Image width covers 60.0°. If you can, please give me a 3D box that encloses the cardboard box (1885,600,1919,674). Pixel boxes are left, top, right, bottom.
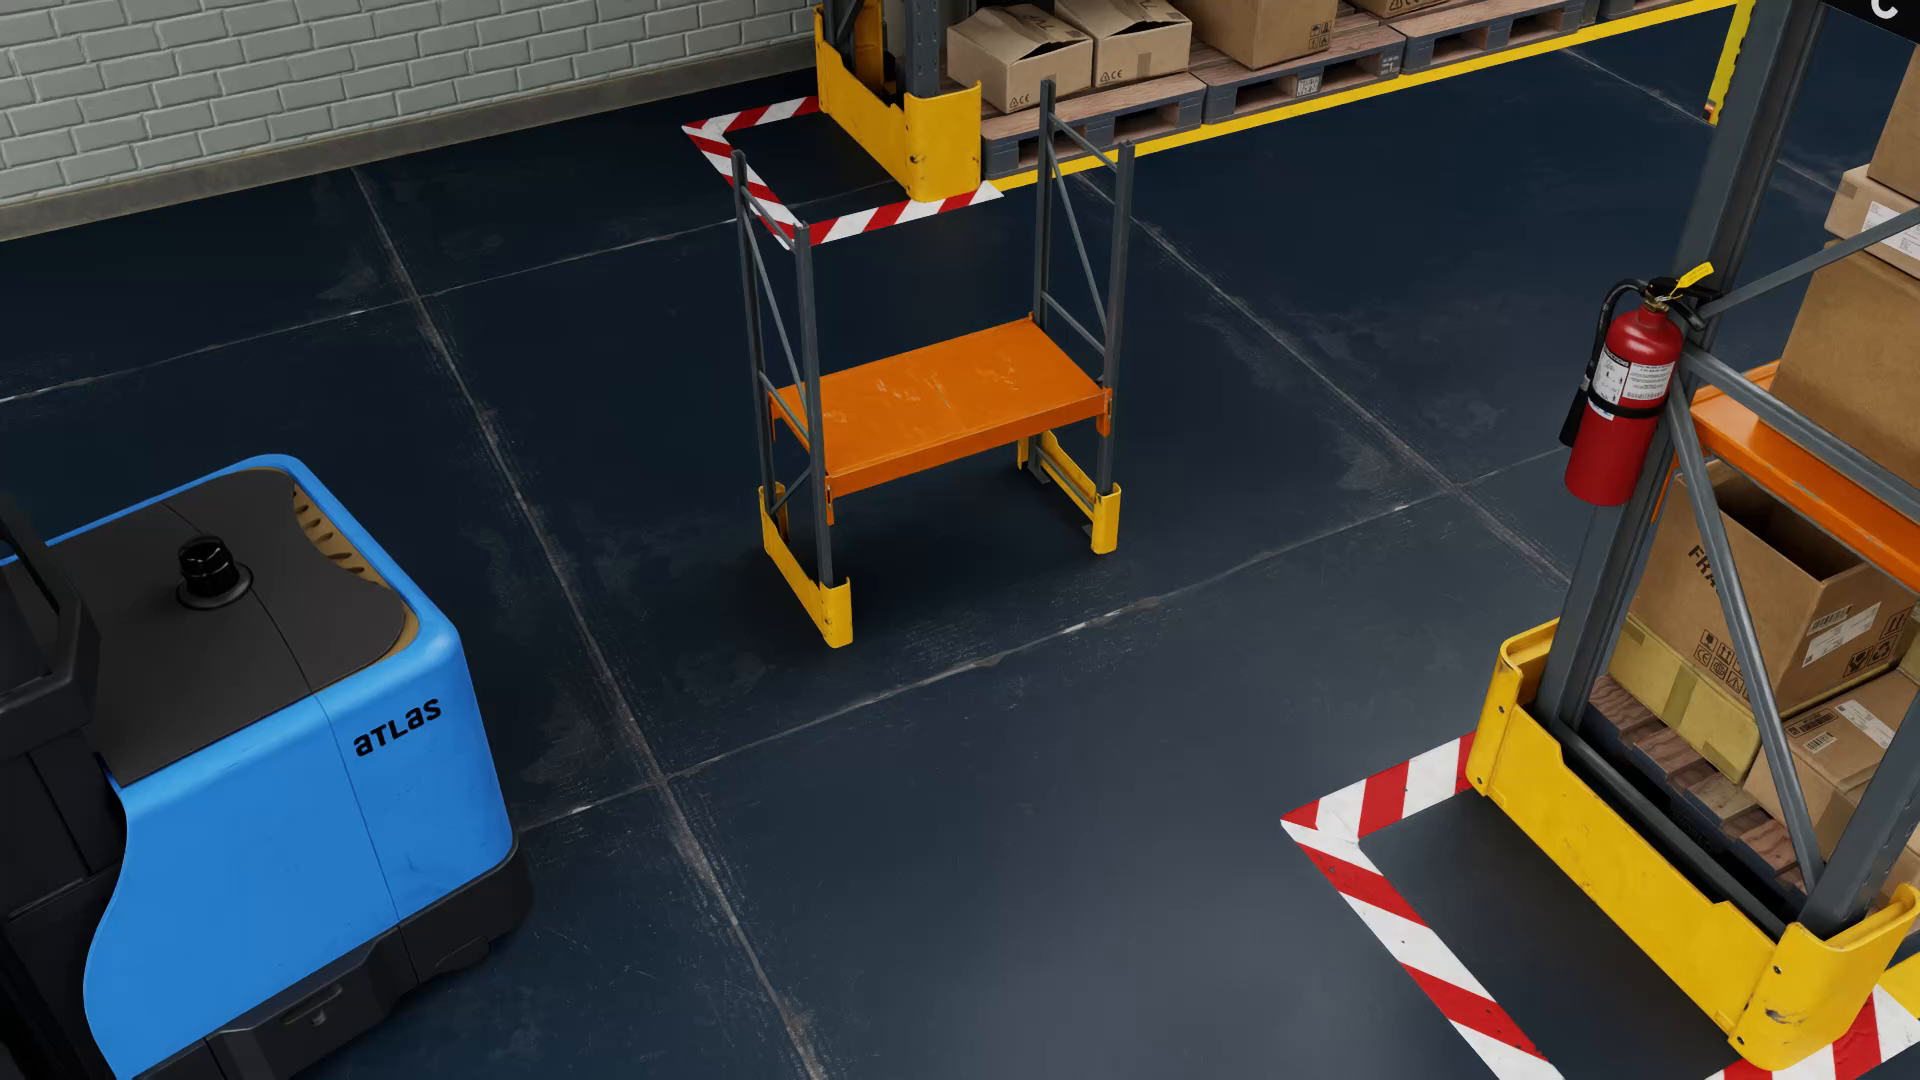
[{"bbox_3d":[2.696,0.214,4.979,0.500,0.250,0.500,-19,44,-21],"label":"cardboard box"}]

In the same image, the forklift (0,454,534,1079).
[{"bbox_3d":[-2.594,0.307,3.119,3.031,2.935,1.130,-29,48,-30],"label":"forklift"}]

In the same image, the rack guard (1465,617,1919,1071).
[{"bbox_3d":[1.898,0.771,4.452,0.348,0.500,1.175,-19,44,-21],"label":"rack guard"}]

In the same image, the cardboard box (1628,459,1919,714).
[{"bbox_3d":[2.257,0.083,4.553,0.500,0.500,0.500,-19,44,-21],"label":"cardboard box"}]

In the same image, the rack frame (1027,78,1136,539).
[{"bbox_3d":[0.375,-0.699,5.415,0.032,1.500,0.500,-19,44,-21],"label":"rack frame"}]

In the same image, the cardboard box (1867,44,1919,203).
[{"bbox_3d":[2.386,-0.871,3.376,0.500,0.500,0.700,-18,44,-20],"label":"cardboard box"}]

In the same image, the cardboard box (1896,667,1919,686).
[{"bbox_3d":[2.939,0.515,4.623,0.500,0.250,0.500,-19,44,-21],"label":"cardboard box"}]

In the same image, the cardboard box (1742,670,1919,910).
[{"bbox_3d":[2.497,0.667,4.444,0.500,0.250,0.500,-19,44,-21],"label":"cardboard box"}]

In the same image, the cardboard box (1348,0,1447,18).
[{"bbox_3d":[2.273,-3.102,8.687,0.500,0.500,0.500,-22,45,-24],"label":"cardboard box"}]

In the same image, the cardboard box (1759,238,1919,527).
[{"bbox_3d":[2.339,-0.360,3.776,0.500,0.500,0.700,-19,44,-21],"label":"cardboard box"}]

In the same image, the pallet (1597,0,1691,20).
[{"bbox_3d":[3.865,-3.390,9.591,1.213,0.211,1.003,-19,44,-21],"label":"pallet"}]

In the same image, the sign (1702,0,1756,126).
[{"bbox_3d":[1.681,-1.037,3.574,0.005,0.325,0.100,-19,44,-21],"label":"sign"}]

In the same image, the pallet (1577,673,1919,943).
[{"bbox_3d":[2.578,0.622,4.851,1.213,0.211,1.003,-19,44,-21],"label":"pallet"}]

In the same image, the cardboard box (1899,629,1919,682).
[{"bbox_3d":[2.940,0.230,4.379,0.500,0.500,0.500,-19,44,-21],"label":"cardboard box"}]

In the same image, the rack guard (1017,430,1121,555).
[{"bbox_3d":[0.374,-0.221,5.818,0.087,0.250,0.587,-19,44,-21],"label":"rack guard"}]

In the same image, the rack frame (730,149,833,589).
[{"bbox_3d":[-0.527,-0.395,5.056,0.032,1.500,0.500,-19,44,-21],"label":"rack frame"}]

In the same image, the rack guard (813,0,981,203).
[{"bbox_3d":[-0.305,-2.096,7.839,0.348,0.500,1.175,-19,44,-21],"label":"rack guard"}]

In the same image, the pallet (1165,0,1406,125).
[{"bbox_3d":[1.512,-2.569,8.622,1.213,0.211,1.003,-19,44,-21],"label":"pallet"}]

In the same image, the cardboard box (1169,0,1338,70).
[{"bbox_3d":[1.462,-2.756,8.279,0.500,0.500,0.700,-21,45,-23],"label":"cardboard box"}]

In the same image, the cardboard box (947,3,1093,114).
[{"bbox_3d":[0.283,-2.324,7.914,0.500,0.311,0.500,-24,46,-25],"label":"cardboard box"}]

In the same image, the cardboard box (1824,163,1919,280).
[{"bbox_3d":[2.170,-0.699,3.674,0.250,0.149,0.380,-19,44,-21],"label":"cardboard box"}]

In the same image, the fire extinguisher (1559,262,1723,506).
[{"bbox_3d":[1.599,-0.391,3.950,0.183,0.674,0.296,-19,44,-21],"label":"fire extinguisher"}]

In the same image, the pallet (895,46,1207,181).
[{"bbox_3d":[0.432,-2.208,8.195,1.213,0.211,1.003,-19,44,-21],"label":"pallet"}]

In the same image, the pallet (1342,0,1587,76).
[{"bbox_3d":[2.596,-2.936,9.055,1.213,0.211,1.003,-19,44,-21],"label":"pallet"}]

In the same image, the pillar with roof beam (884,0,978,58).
[{"bbox_3d":[1.837,-3.555,2.984,0.400,9.000,9.100,-19,44,-21],"label":"pillar with roof beam"}]

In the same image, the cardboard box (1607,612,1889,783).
[{"bbox_3d":[2.258,0.370,4.794,0.500,0.250,0.500,-19,44,-21],"label":"cardboard box"}]

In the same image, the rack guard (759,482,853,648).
[{"bbox_3d":[-0.509,0.076,5.467,0.087,0.250,0.587,-19,44,-21],"label":"rack guard"}]

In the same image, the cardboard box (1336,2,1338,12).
[{"bbox_3d":[1.747,-2.835,8.644,0.250,0.149,0.380,-22,45,-24],"label":"cardboard box"}]

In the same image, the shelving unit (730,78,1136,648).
[{"bbox_3d":[-0.068,-0.550,5.239,1.083,1.500,0.587,-19,44,-21],"label":"shelving unit"}]

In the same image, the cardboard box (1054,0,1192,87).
[{"bbox_3d":[0.788,-2.494,8.115,0.500,0.311,0.500,-15,43,-17],"label":"cardboard box"}]

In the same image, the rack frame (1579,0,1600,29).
[{"bbox_3d":[3.175,-4.221,8.415,0.127,3.000,1.000,-19,44,-21],"label":"rack frame"}]

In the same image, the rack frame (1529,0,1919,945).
[{"bbox_3d":[1.919,-0.190,3.653,0.127,3.000,1.000,-19,44,-21],"label":"rack frame"}]

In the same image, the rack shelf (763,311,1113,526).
[{"bbox_3d":[-0.076,-0.410,5.352,1.000,0.185,0.538,-19,44,-21],"label":"rack shelf"}]

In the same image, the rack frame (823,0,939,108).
[{"bbox_3d":[-0.373,-3.027,7.005,0.127,3.000,1.000,-19,44,-21],"label":"rack frame"}]

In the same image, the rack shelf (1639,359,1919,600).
[{"bbox_3d":[3.693,-0.512,4.590,4.000,0.370,1.077,-19,44,-21],"label":"rack shelf"}]
